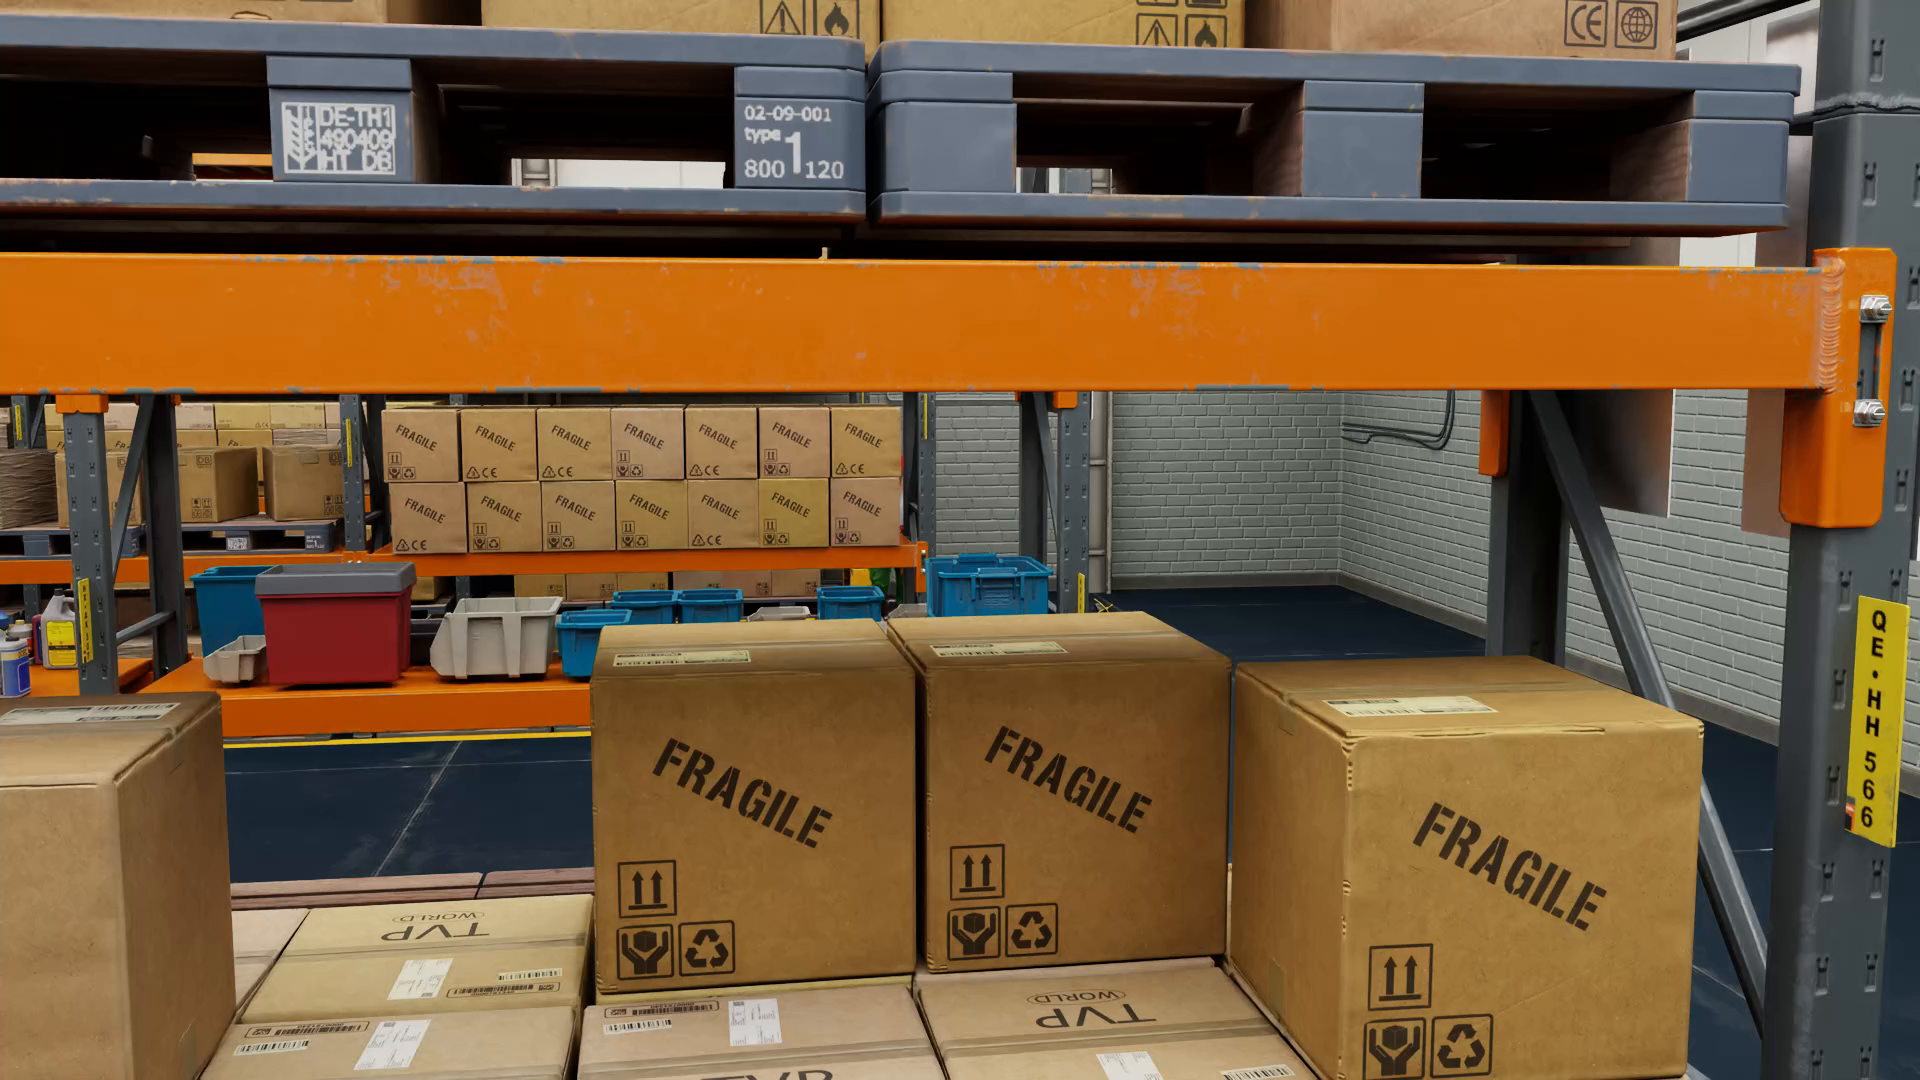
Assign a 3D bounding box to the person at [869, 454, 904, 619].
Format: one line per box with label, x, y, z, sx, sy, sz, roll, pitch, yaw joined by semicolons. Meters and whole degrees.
person;-0.605;0.107;15.411;0.539;1.857;0.413;-1;6;-9
